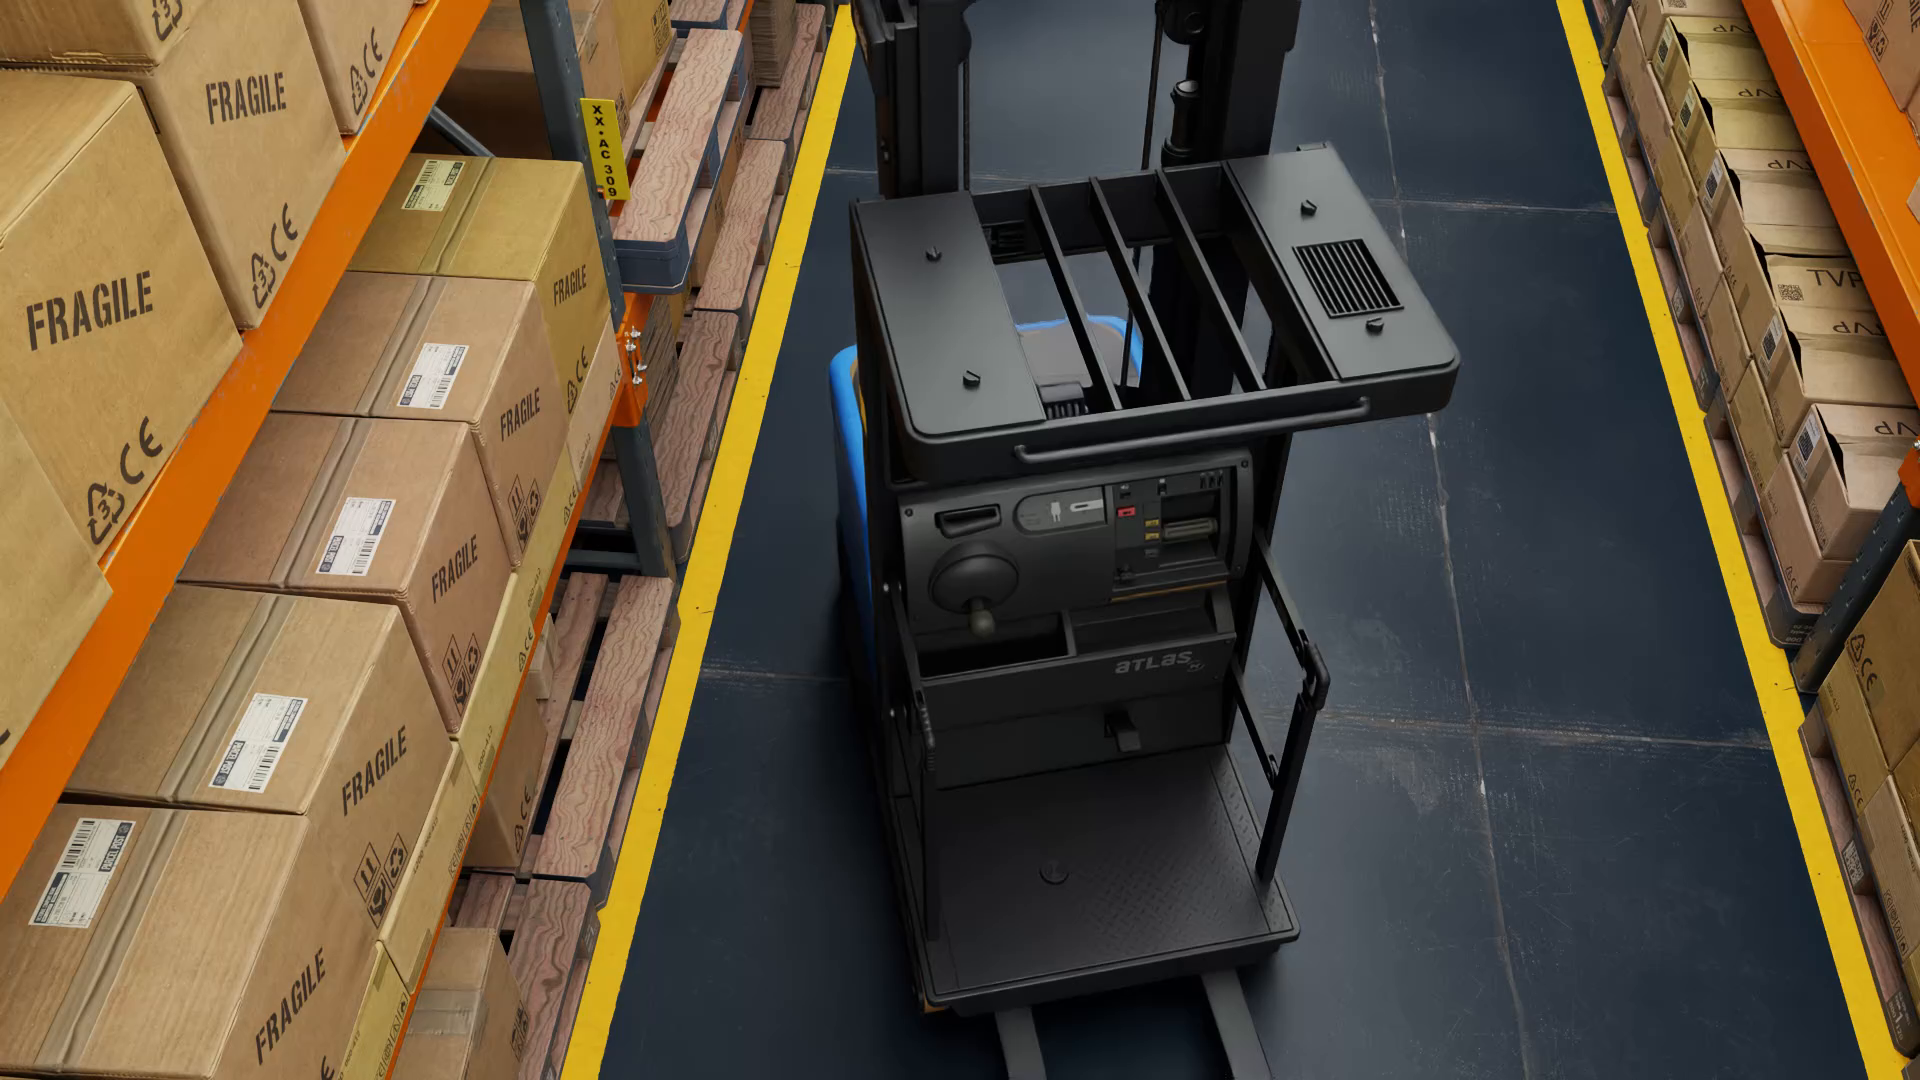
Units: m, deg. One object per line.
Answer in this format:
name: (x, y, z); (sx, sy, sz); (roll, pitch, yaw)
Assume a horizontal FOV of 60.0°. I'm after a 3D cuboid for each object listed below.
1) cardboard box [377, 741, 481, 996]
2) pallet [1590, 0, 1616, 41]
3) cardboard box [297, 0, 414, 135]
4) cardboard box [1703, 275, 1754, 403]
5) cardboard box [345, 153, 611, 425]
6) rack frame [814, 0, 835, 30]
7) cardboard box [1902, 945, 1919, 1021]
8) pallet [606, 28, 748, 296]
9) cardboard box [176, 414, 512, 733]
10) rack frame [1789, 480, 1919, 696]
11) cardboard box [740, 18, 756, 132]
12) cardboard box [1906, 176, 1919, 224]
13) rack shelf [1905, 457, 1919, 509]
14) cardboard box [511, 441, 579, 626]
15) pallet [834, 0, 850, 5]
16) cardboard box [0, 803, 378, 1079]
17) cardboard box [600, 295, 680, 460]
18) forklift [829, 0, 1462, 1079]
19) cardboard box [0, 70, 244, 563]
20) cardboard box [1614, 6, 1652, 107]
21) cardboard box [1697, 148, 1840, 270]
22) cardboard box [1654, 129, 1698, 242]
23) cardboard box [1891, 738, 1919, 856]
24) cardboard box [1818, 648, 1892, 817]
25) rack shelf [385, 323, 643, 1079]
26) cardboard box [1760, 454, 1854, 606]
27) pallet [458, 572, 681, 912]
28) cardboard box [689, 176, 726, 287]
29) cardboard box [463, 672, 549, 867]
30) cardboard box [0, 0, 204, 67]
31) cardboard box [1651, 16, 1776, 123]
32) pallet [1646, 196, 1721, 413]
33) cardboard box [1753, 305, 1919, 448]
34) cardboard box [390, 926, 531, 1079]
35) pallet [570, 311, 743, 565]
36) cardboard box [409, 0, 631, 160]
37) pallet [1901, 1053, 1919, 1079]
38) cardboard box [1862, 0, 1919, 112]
cardboard box: (-1.397, 0.697, 3.667); (0.500, 0.250, 0.500); (4, 48, 4)
pallet: (3.877, -3.035, 8.883); (1.003, 0.211, 1.213); (4, 48, 4)
cardboard box: (-1.386, -1.115, 3.123); (0.500, 0.500, 0.500); (0, 48, 0)
cardboard box: (3.249, -0.776, 6.506); (0.500, 0.250, 0.500); (5, 48, 4)
cardboard box: (-1.262, -0.662, 4.402); (0.500, 0.500, 0.500); (4, 48, 3)
rack frame: (-1.163, -3.760, 7.656); (1.000, 3.000, 0.127); (4, 48, 4)
cardboard box: (2.961, 1.350, 4.561); (0.500, 0.250, 0.500); (4, 48, 4)
pallet: (-1.313, -1.308, 5.543); (1.003, 0.211, 1.213); (4, 48, 4)
cardboard box: (-1.359, 0.075, 3.729); (0.500, 0.500, 0.500); (3, 48, 2)
rack frame: (3.406, -0.490, 4.666); (1.000, 3.000, 0.127); (4, 48, 4)
cardboard box: (-1.339, -2.162, 7.590); (0.700, 0.500, 0.500); (4, 48, 3)
cardboard box: (3.304, -1.103, 5.318); (0.396, 0.266, 0.258); (3, 48, 3)
rack shelf: (3.224, 1.222, 3.587); (1.077, 0.370, 4.000); (4, 48, 4)
cardboard box: (-1.322, -0.043, 4.345); (0.500, 0.250, 0.500); (4, 48, 4)
pallet: (-1.016, -3.393, 9.211); (1.003, 0.211, 1.213); (4, 48, 4)
cardboard box: (-1.440, 0.837, 3.032); (0.500, 0.500, 0.500); (2, 48, 2)
cardboard box: (-1.477, -0.668, 6.224); (0.700, 0.500, 0.500); (5, 48, 5)
forklift: (0.352, 0.109, 4.164); (1.130, 2.935, 3.031); (-8, 48, -8)
cardboard box: (-1.457, -0.332, 2.407); (0.500, 0.500, 0.500); (7, 48, 6)
cardboard box: (3.431, -2.278, 7.880); (0.500, 0.250, 0.500); (4, 48, 3)
cardboard box: (3.296, -1.329, 6.631); (0.500, 0.311, 0.500); (3, 48, 3)
cardboard box: (3.344, -1.526, 7.192); (0.500, 0.250, 0.500); (3, 48, 2)
cardboard box: (3.015, 0.730, 4.620); (0.500, 0.500, 0.500); (4, 48, 4)
cardboard box: (3.062, 0.616, 5.232); (0.500, 0.250, 0.500); (4, 48, 4)
rack shelf: (-1.709, 0.892, 3.889); (1.077, 0.370, 4.000); (4, 48, 4)
cardboard box: (3.155, -0.028, 5.822); (0.500, 0.250, 0.500); (3, 48, 3)
pallet: (-1.553, 0.616, 5.543); (1.003, 0.211, 1.213); (4, 48, 4)
cardboard box: (-1.393, -1.423, 6.915); (0.700, 0.500, 0.500); (4, 48, 4)
cardboard box: (-1.582, 0.640, 5.028); (0.500, 0.500, 0.500); (1, 48, 1)
cardboard box: (-1.379, -1.037, 2.374); (0.500, 0.500, 0.500); (2, 48, 2)
cardboard box: (3.391, -2.081, 7.319); (0.500, 0.311, 0.500); (3, 48, 3)
pallet: (3.543, -0.992, 7.014); (1.003, 0.211, 1.213); (4, 48, 4)
cardboard box: (3.199, -0.593, 5.958); (0.500, 0.311, 0.500); (5, 48, 5)
cardboard box: (-1.570, 1.357, 4.372); (0.700, 0.500, 0.500); (1, 48, 1)
pallet: (-1.458, -0.452, 6.520); (1.003, 0.211, 1.213); (4, 48, 4)
cardboard box: (-1.447, -1.375, 5.109); (0.700, 0.500, 0.500); (4, 48, 4)
pallet: (3.184, 1.931, 4.341); (1.003, 0.211, 1.213); (4, 48, 4)
cardboard box: (3.586, -1.843, 5.835); (0.500, 0.500, 0.500); (4, 48, 4)
